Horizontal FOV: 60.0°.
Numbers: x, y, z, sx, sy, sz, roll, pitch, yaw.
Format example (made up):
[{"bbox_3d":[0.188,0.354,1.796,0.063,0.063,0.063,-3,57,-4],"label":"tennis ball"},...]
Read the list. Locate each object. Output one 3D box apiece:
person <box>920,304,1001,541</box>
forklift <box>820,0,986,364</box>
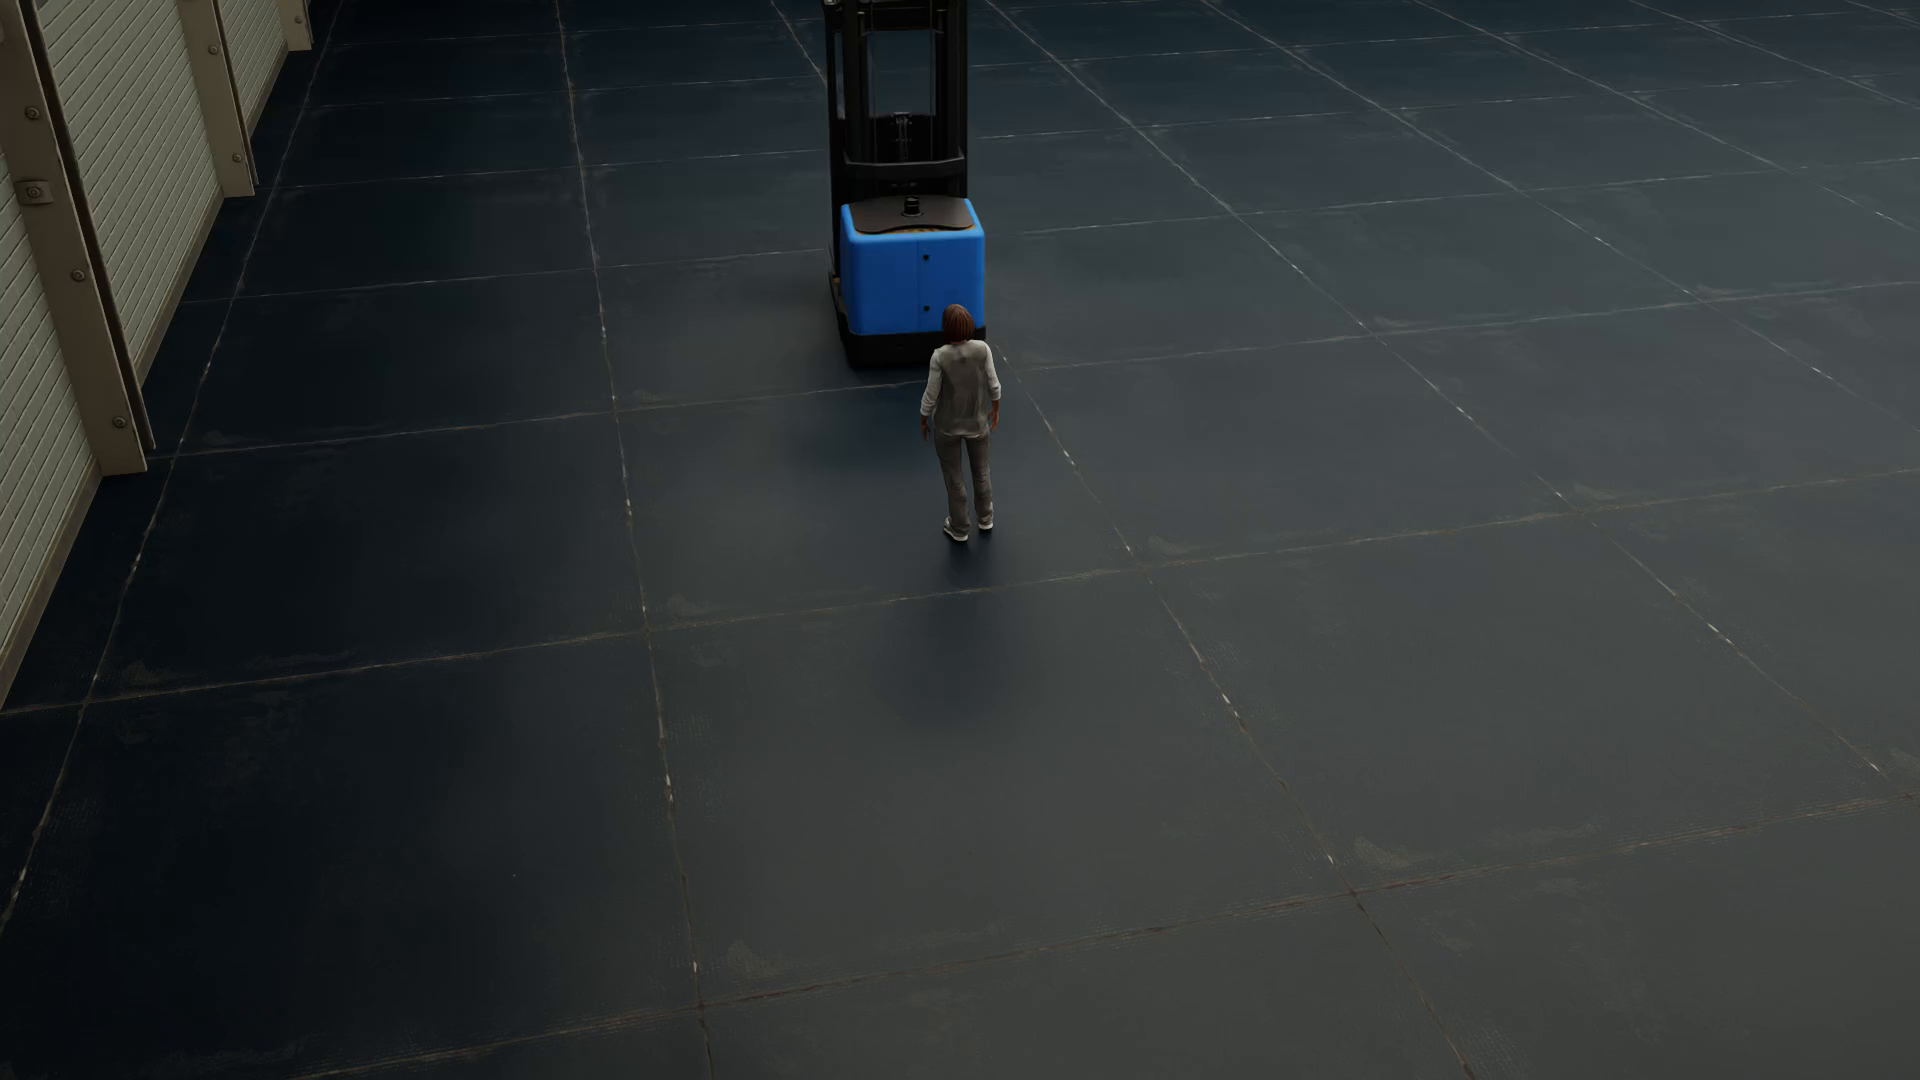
[{"bbox_3d":[-0.003,-0.733,10.162,0.520,1.593,0.475,-7,31,-12],"label":"person"},{"bbox_3d":[-0.521,-3.324,13.317,1.130,2.935,3.031,-4,30,-7],"label":"forklift"}]
